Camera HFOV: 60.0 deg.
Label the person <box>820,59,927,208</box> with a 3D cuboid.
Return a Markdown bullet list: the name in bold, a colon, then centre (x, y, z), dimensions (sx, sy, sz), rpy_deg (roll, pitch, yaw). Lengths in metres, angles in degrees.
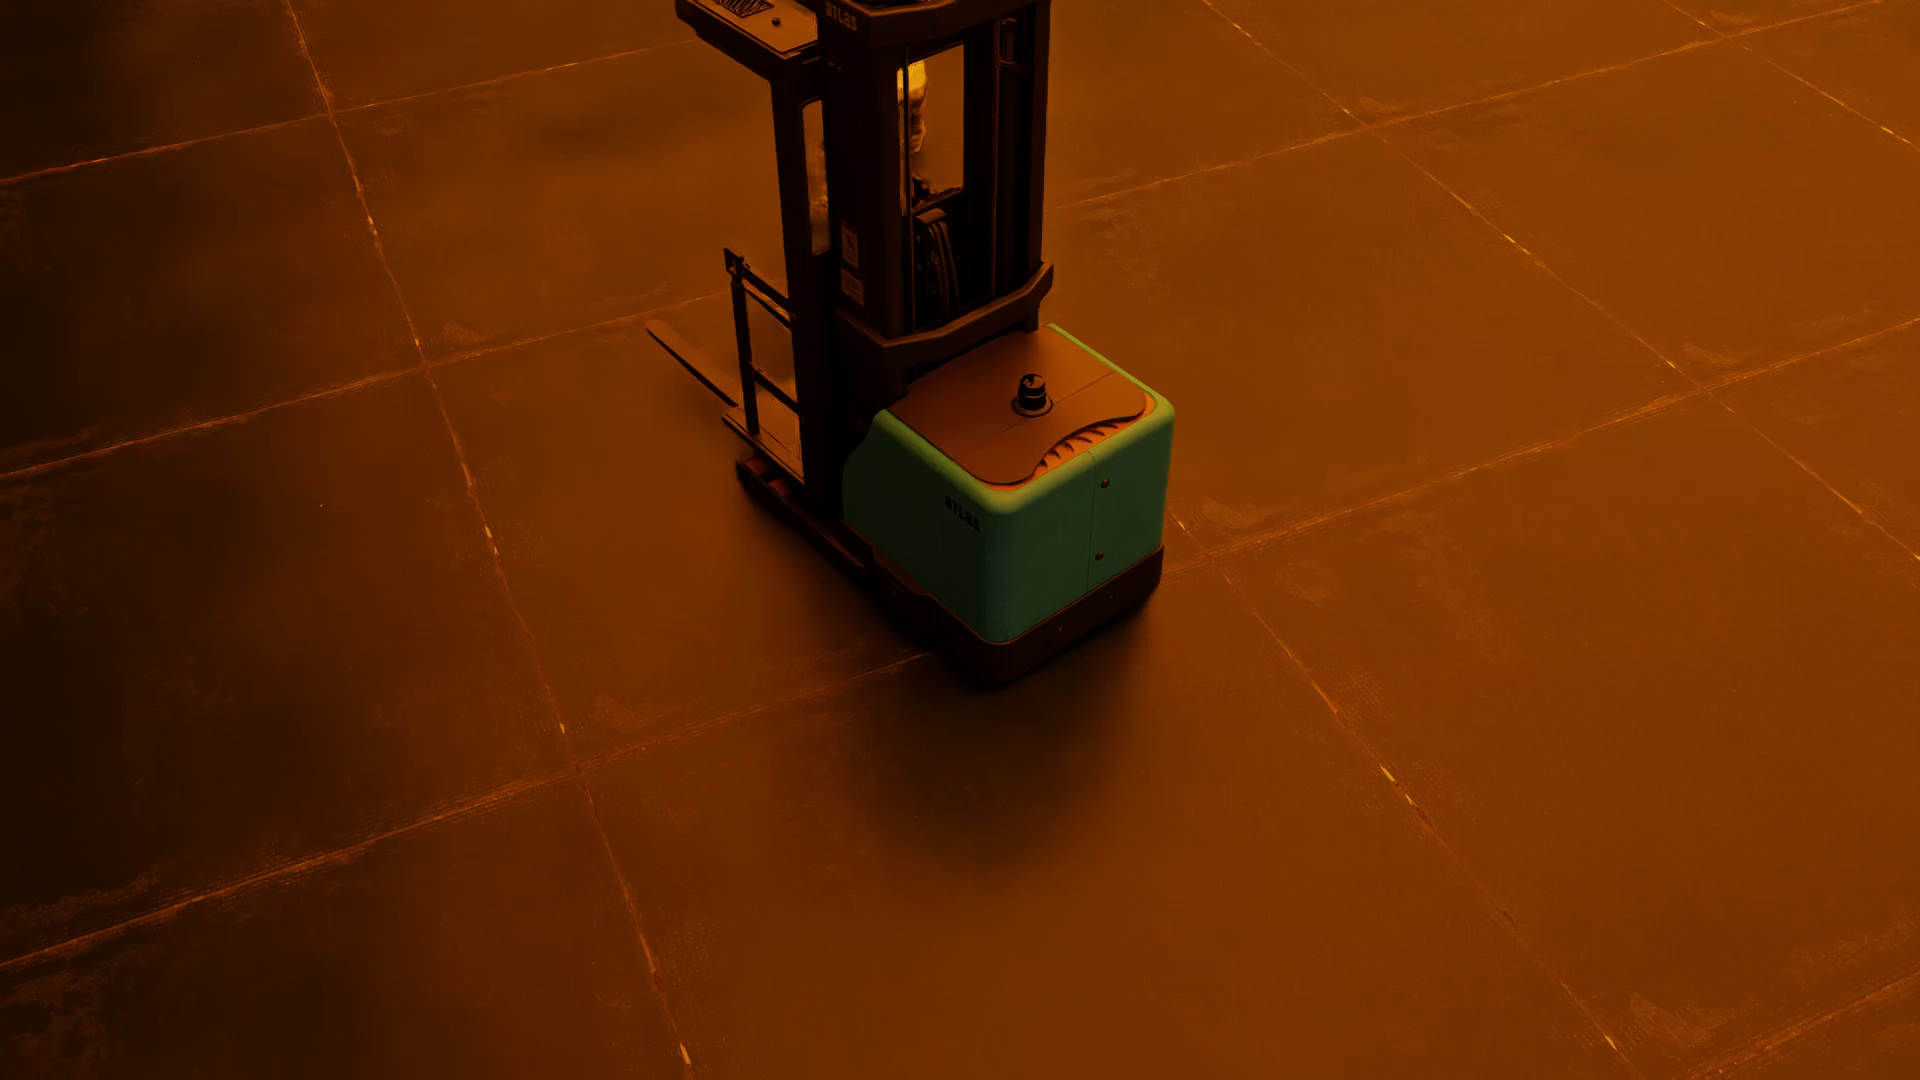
- **person**: centre (-0.501, -2.713, 9.708), dimensions (1.127, 1.403, 0.705), rpy_deg (-28, 50, -27)

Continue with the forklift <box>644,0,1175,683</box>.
- **forklift**: centre (-0.426, -1.400, 7.180), dimensions (1.130, 2.935, 3.031), rpy_deg (-30, 51, -28)
